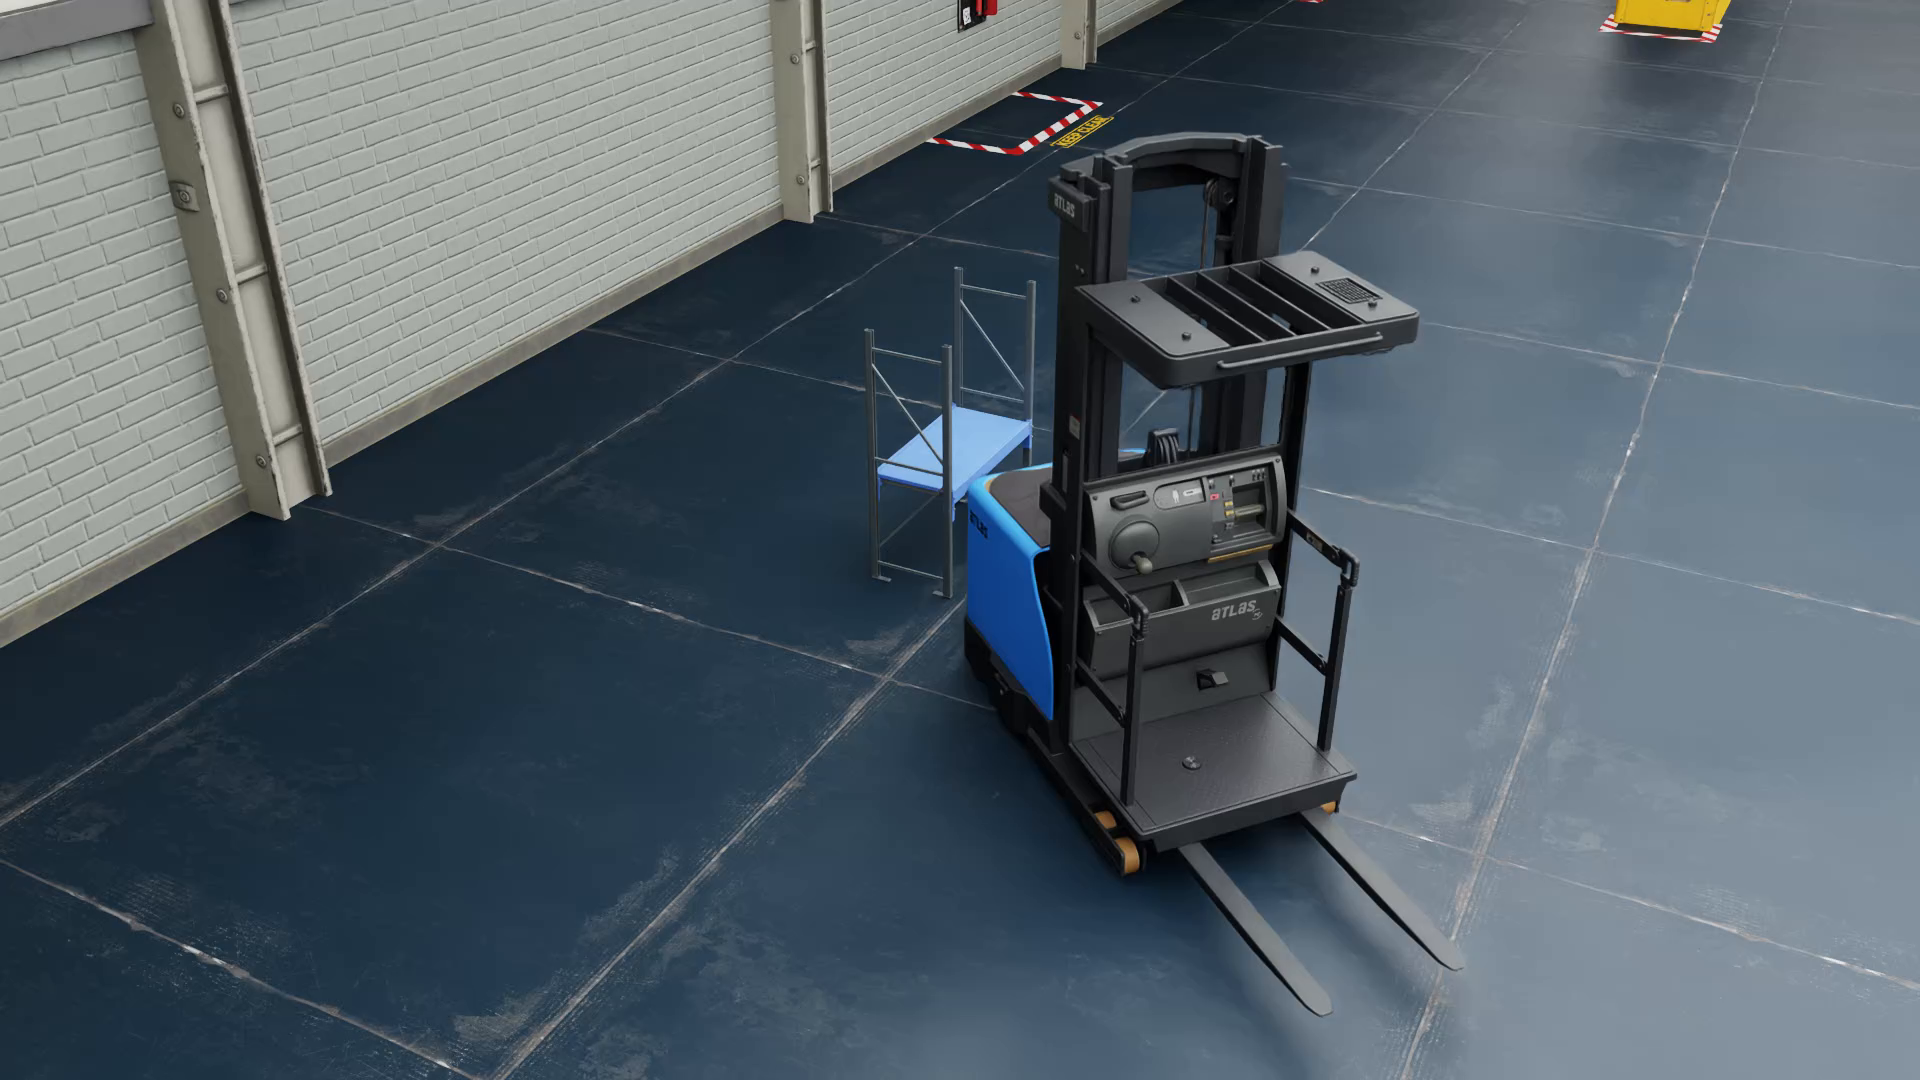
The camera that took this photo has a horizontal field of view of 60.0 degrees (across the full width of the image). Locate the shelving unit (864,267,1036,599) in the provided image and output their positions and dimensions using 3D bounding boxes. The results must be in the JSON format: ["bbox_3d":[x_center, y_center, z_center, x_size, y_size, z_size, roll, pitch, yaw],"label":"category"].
[{"bbox_3d":[-0.039,-0.613,9.311,0.538,1.500,1.048,14,33,23],"label":"shelving unit"}]

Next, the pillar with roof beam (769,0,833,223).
[{"bbox_3d":[2.473,-5.824,10.856,9.100,9.000,0.400,14,33,23],"label":"pillar with roof beam"}]

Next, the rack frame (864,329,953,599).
[{"bbox_3d":[-0.270,-0.387,8.918,0.500,1.500,0.032,14,33,23],"label":"rack frame"}]

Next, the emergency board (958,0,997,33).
[{"bbox_3d":[0.215,-5.772,16.789,0.194,1.169,0.643,14,33,23],"label":"emergency board"}]

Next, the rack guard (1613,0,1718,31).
[{"bbox_3d":[8.959,-6.796,21.082,1.175,0.500,0.348,14,33,23],"label":"rack guard"}]

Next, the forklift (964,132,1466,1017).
[{"bbox_3d":[1.062,-0.059,6.909,1.130,2.935,3.031,-12,32,-20],"label":"forklift"}]

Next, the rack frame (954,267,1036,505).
[{"bbox_3d":[0.193,-0.838,9.703,0.500,1.500,0.032,14,33,23],"label":"rack frame"}]

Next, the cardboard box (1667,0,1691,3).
[{"bbox_3d":[9.413,-7.067,21.384,0.500,0.250,0.500,14,33,23],"label":"cardboard box"}]

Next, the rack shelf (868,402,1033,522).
[{"bbox_3d":[-0.039,-0.457,9.400,0.538,0.185,1.000,14,33,23],"label":"rack shelf"}]

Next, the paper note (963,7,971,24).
[{"bbox_3d":[0.072,-5.327,16.899,0.016,0.148,0.142,14,33,23],"label":"paper note"}]

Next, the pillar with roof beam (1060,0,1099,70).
[{"bbox_3d":[5.207,-8.484,15.487,9.100,9.000,0.400,14,33,23],"label":"pillar with roof beam"}]

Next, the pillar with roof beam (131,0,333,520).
[{"bbox_3d":[-0.260,-3.164,6.224,9.100,9.000,0.400,14,33,23],"label":"pillar with roof beam"}]
